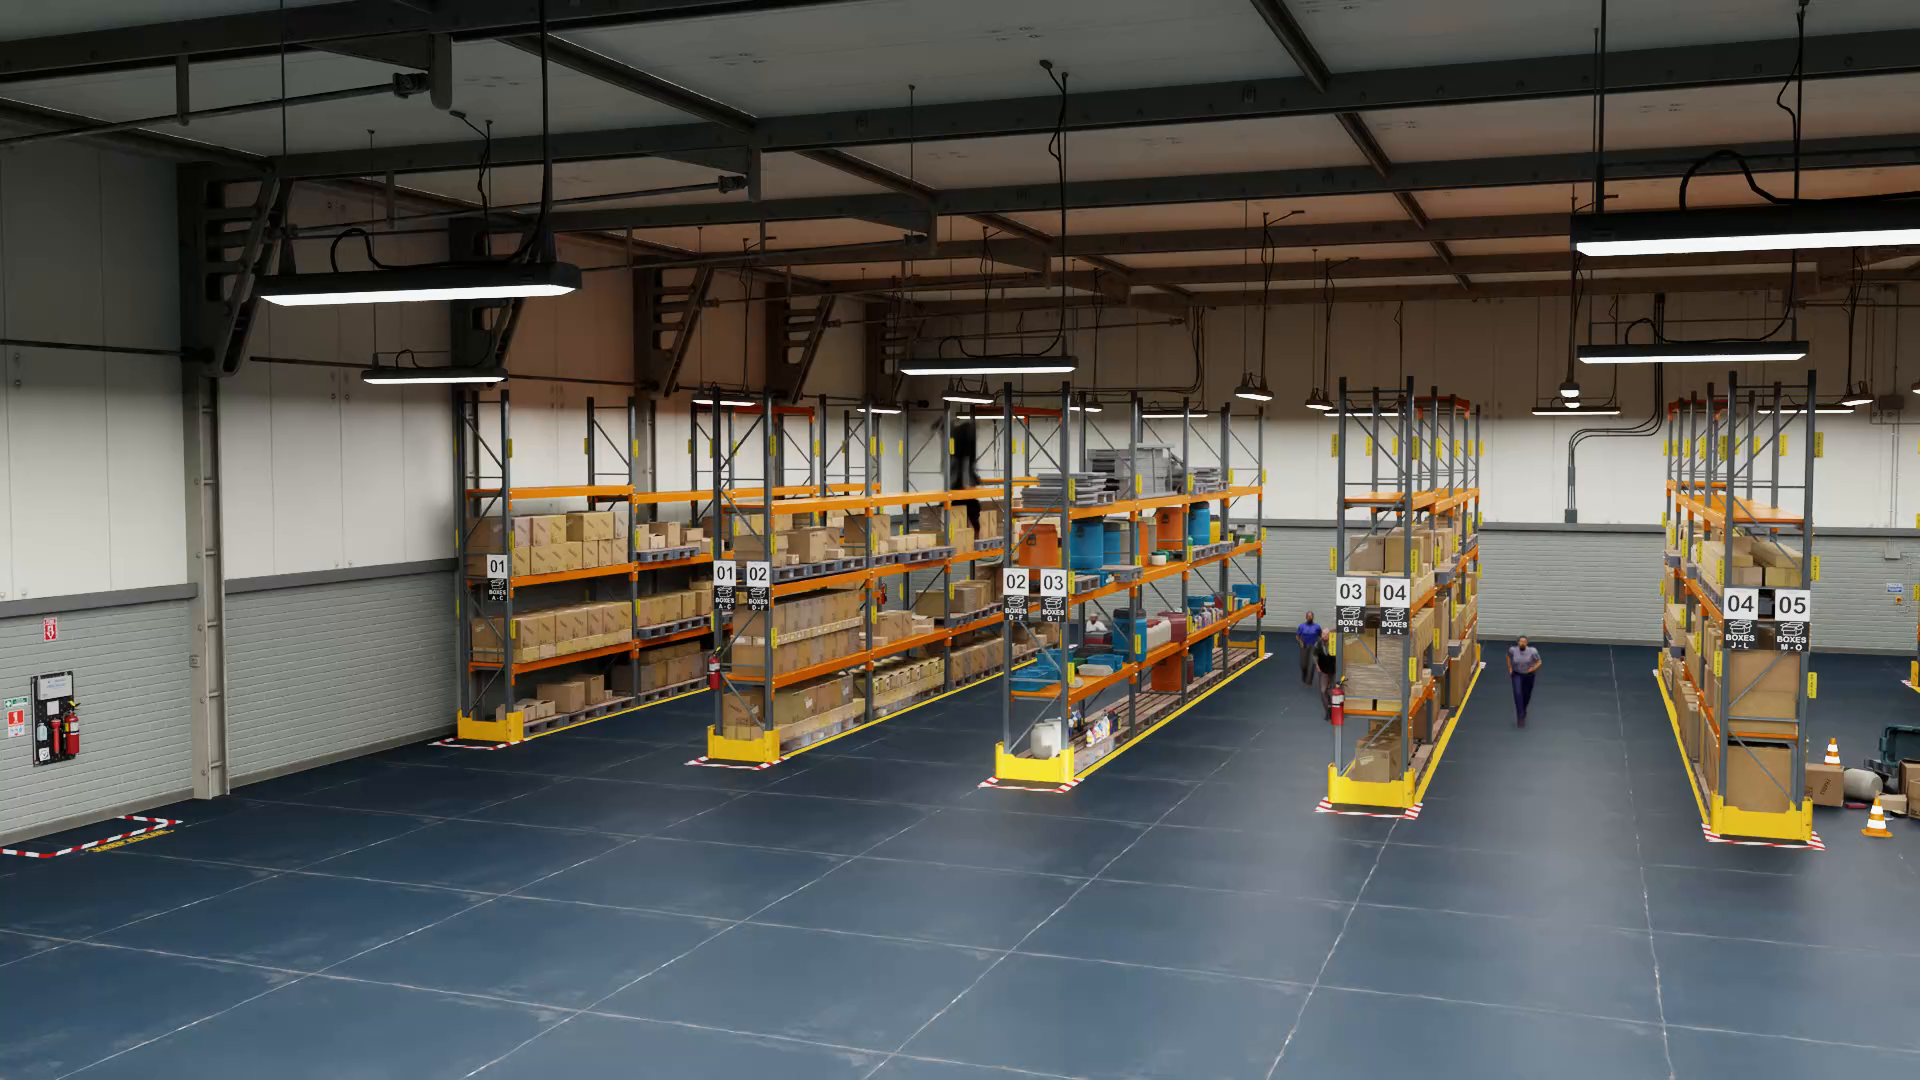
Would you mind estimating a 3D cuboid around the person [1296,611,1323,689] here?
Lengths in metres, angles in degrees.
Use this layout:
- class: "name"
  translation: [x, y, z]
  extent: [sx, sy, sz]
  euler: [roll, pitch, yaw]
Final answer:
- class: "person"
  translation: [7.295, 2.287, 34.686]
  extent: [0.563, 1.609, 0.588]
  euler: [1, 3, 12]

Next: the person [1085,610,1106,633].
- class: "person"
  translation: [2.813, 2.256, 34.797]
  extent: [0.533, 1.613, 0.706]
  euler: [1, 3, 22]

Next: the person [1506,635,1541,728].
- class: "person"
  translation: [10.252, 2.547, 30.280]
  extent: [0.609, 1.629, 1.063]
  euler: [1, 3, 16]

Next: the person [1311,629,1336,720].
- class: "person"
  translation: [6.873, 2.481, 30.977]
  extent: [0.673, 1.703, 0.820]
  euler: [1, 3, 18]
